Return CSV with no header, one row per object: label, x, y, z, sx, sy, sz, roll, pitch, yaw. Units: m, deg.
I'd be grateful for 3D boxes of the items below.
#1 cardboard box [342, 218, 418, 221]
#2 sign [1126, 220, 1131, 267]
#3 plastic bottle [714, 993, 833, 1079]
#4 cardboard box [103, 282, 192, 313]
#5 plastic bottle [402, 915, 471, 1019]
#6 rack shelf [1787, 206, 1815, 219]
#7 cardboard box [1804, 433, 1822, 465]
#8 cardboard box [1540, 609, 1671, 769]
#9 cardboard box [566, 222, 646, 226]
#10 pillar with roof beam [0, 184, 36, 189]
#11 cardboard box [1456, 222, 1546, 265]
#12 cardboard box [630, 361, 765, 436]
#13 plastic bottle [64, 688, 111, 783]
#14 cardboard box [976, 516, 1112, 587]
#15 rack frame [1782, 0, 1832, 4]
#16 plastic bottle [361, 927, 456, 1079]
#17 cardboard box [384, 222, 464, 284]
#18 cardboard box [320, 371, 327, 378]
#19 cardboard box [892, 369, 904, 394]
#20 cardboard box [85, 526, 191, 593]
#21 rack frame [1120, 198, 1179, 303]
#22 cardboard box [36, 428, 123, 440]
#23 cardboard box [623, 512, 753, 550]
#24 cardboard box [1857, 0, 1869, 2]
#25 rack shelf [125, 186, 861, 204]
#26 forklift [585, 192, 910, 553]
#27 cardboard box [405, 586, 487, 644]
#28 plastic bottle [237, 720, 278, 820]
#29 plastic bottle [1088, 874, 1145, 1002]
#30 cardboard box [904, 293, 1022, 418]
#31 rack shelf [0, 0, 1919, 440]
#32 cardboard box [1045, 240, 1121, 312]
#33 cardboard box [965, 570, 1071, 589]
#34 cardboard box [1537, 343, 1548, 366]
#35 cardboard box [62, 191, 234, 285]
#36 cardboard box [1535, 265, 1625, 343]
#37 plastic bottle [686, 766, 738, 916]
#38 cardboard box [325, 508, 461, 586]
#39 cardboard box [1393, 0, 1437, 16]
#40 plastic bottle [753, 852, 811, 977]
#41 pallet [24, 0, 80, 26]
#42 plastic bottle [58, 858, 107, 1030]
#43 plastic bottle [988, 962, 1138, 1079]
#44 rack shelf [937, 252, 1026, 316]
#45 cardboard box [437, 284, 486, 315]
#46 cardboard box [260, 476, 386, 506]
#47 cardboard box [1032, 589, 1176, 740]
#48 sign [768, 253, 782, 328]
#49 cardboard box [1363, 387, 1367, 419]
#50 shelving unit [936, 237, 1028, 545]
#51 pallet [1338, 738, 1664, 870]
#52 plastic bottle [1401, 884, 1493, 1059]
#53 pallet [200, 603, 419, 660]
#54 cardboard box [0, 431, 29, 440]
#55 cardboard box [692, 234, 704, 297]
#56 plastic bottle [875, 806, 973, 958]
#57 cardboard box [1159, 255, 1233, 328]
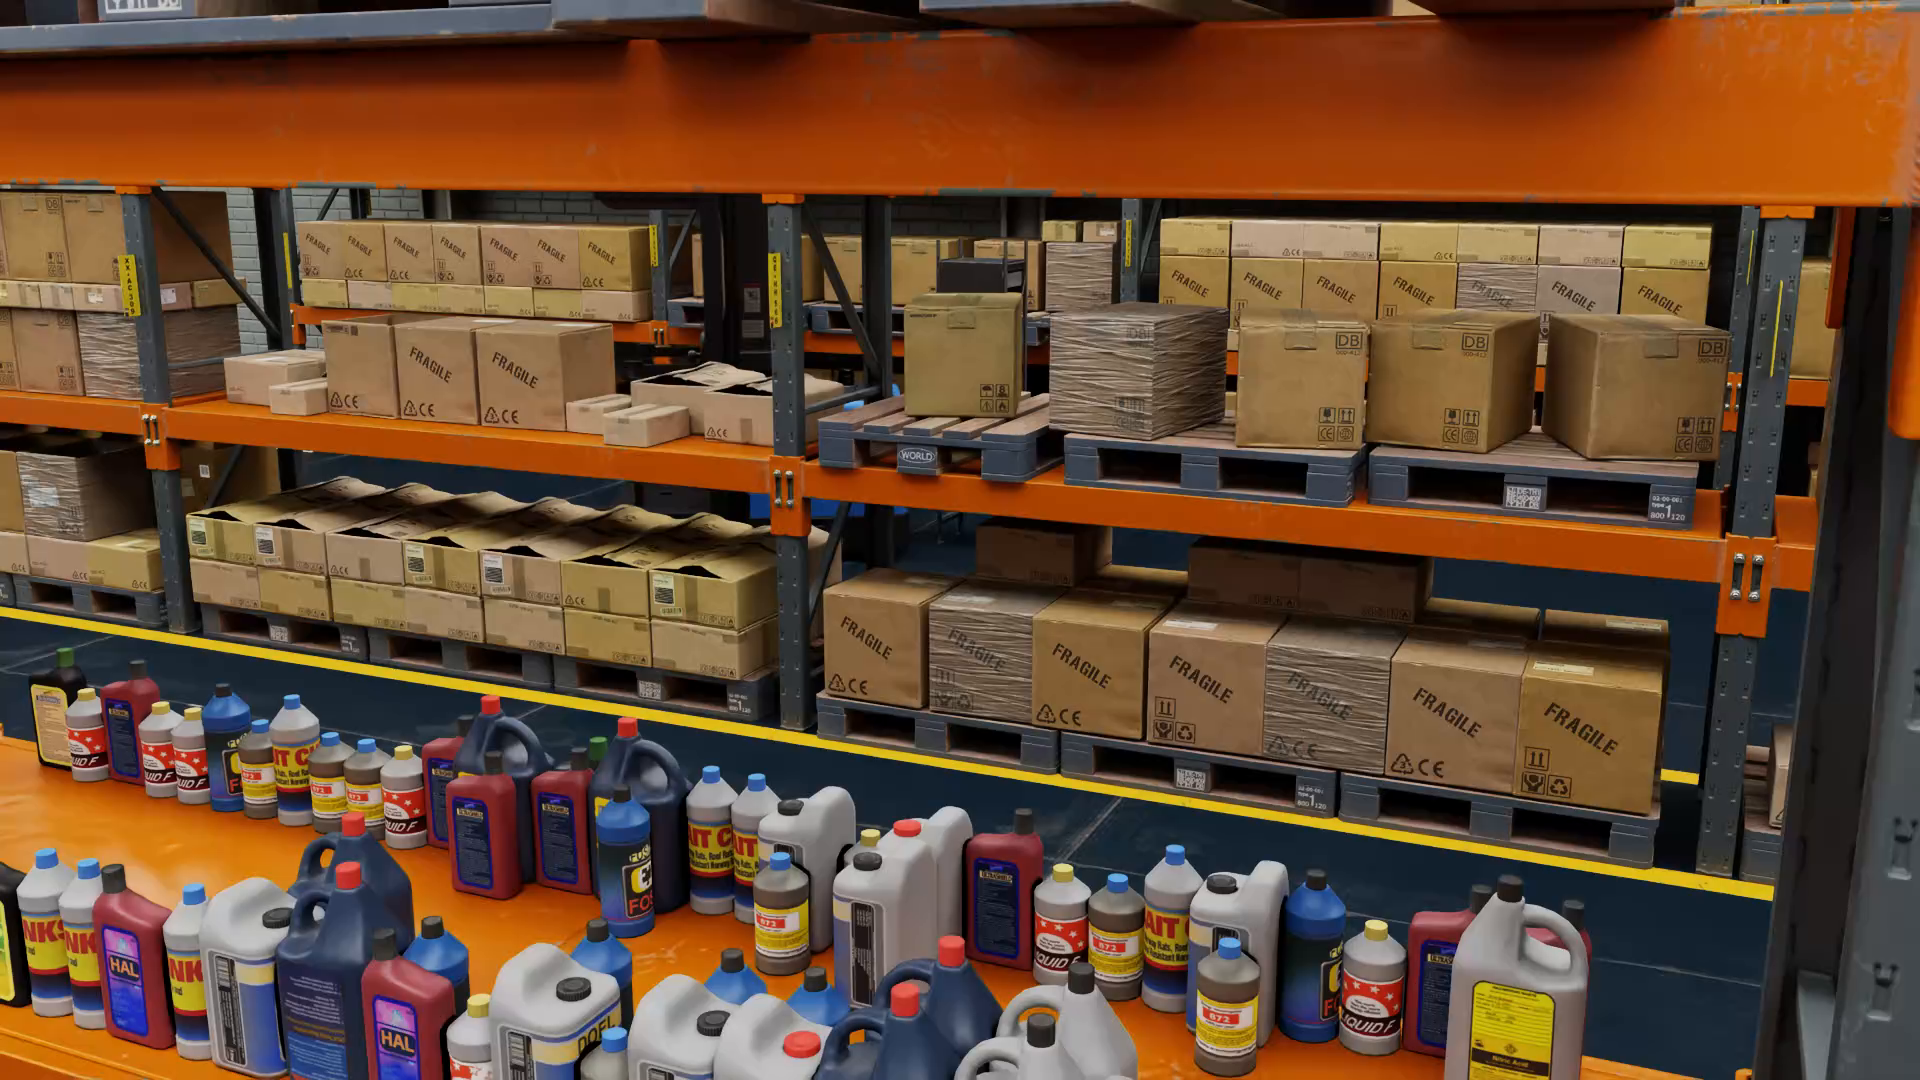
cardboard box,-5.391,-2.735,15.487,0.500,0.500,0.500,6,14,23
sign,1.195,-2.103,11.790,0.005,0.325,0.100,6,14,23
plastic bottle,-0.235,0.758,2.229,0.135,0.276,0.152,6,14,23
cardboard box,-4.589,-1.372,9.397,0.250,0.149,0.380,6,14,23
plastic bottle,-0.785,0.697,2.502,0.097,0.271,0.097,0,13,0
rack shelf,4.889,-1.212,5.362,4.000,0.370,1.077,6,14,23
cardboard box,5.654,-0.590,10.834,0.250,0.149,0.380,6,14,23
cardboard box,2.717,0.620,7.054,0.500,0.500,0.500,5,14,21
cardboard box,-3.067,-2.500,14.485,0.500,0.500,0.500,6,14,23
pillar with roof beam,-12.147,-5.125,13.897,0.400,9.000,9.100,6,14,23
cardboard box,3.603,-1.977,11.057,0.500,0.250,0.500,6,15,24
cardboard box,-1.336,-0.737,8.524,0.500,0.311,0.500,6,14,23
plastic bottle,-1.965,0.437,3.762,0.097,0.201,0.097,0,13,0
cardboard box,0.407,0.022,7.960,0.500,0.250,0.500,6,15,25
rack frame,3.061,-3.208,5.726,0.127,3.000,1.000,6,14,23
plastic bottle,-0.800,0.709,2.423,0.133,0.283,0.061,6,14,23
cardboard box,-4.675,-2.530,14.615,0.500,0.500,0.500,5,14,21
cardboard box,-3.375,-0.919,9.398,0.258,0.266,0.396,5,14,22
cardboard box,-0.241,-1.222,13.266,0.500,0.250,0.500,6,14,23
cardboard box,-4.766,0.110,9.821,0.500,0.250,0.500,6,14,23
rack frame,1.407,-1.692,12.400,0.127,3.000,1.000,6,14,23
cardboard box,-5.465,-0.459,10.602,0.500,0.500,0.500,6,14,23
cardboard box,-1.440,0.047,8.858,0.500,0.311,0.500,5,14,22
cardboard box,5.602,-3.203,9.821,0.500,0.500,0.500,6,14,23
rack shelf,-2.425,-1.952,8.517,4.000,0.370,1.077,6,14,23
forklift,-1.890,-1.376,11.203,3.031,2.935,1.130,-1,13,-5
cardboard box,-2.579,0.338,8.847,0.500,0.250,0.500,6,15,24
plastic bottle,-1.487,0.485,3.556,0.097,0.201,0.097,0,13,0
plastic bottle,0.264,0.662,2.801,0.097,0.201,0.097,0,13,0
cardboard box,0.025,-0.875,7.781,0.500,0.500,0.700,1,13,4
rack shelf,-0.778,-0.548,2.532,4.000,0.370,1.077,6,14,23
cardboard box,0.973,-1.996,12.514,0.500,0.500,0.700,4,14,17
cardboard box,0.354,0.383,8.064,0.500,0.500,0.500,6,15,25
cardboard box,3.916,-1.245,11.003,0.250,0.149,0.380,6,14,23
cardboard box,-4.662,-1.747,9.576,0.500,0.500,0.700,6,14,24
cardboard box,4.069,-1.560,10.925,0.500,0.500,0.500,6,14,24
plastic bottle,-0.460,0.555,3.105,0.097,0.271,0.097,0,13,0
cardboard box,-3.047,0.019,8.978,0.500,0.311,0.500,5,14,21
cardboard box,2.010,-2.168,6.505,0.600,0.600,0.600,6,14,23
plastic bottle,-0.310,0.642,2.886,0.097,0.201,0.097,0,13,0
pallet,-1.946,-0.900,2.871,1.213,0.211,1.003,6,14,23
plastic bottle,-1.402,0.649,2.703,0.097,0.271,0.097,0,13,0
plastic bottle,0.137,0.725,2.209,0.185,0.351,0.144,6,14,23
rack shelf,0.151,-1.675,11.293,0.480,0.518,0.431,6,14,23
cardboard box,-4.185,-2.117,14.495,0.500,0.250,0.500,6,14,24
cardboard box,-3.767,-0.188,9.864,0.500,0.311,0.500,6,14,23
cardboard box,0.642,0.542,7.386,0.500,0.500,0.500,6,14,22
sign,-0.818,-1.104,7.361,0.005,0.325,0.100,6,14,23
cardboard box,2.824,-0.672,11.839,0.750,0.750,0.750,6,14,23
shelving unit,0.151,-1.007,11.450,0.503,2.100,0.431,6,14,23
pallet,2.302,1.003,7.017,1.213,0.211,1.003,6,14,23
plastic bottle,0.767,0.669,2.594,0.133,0.283,0.061,6,14,23
pallet,-3.564,0.390,9.629,1.213,0.211,1.003,6,14,23
cardboard box,-6.140,-0.393,10.321,0.500,0.500,0.500,6,14,23
cardboard box,-1.799,-2.271,13.684,0.500,0.500,0.700,6,14,23
plastic bottle,-0.064,0.600,2.905,0.135,0.276,0.152,6,14,23
cardboard box,1.747,-1.797,11.933,0.500,0.500,0.500,6,15,25
